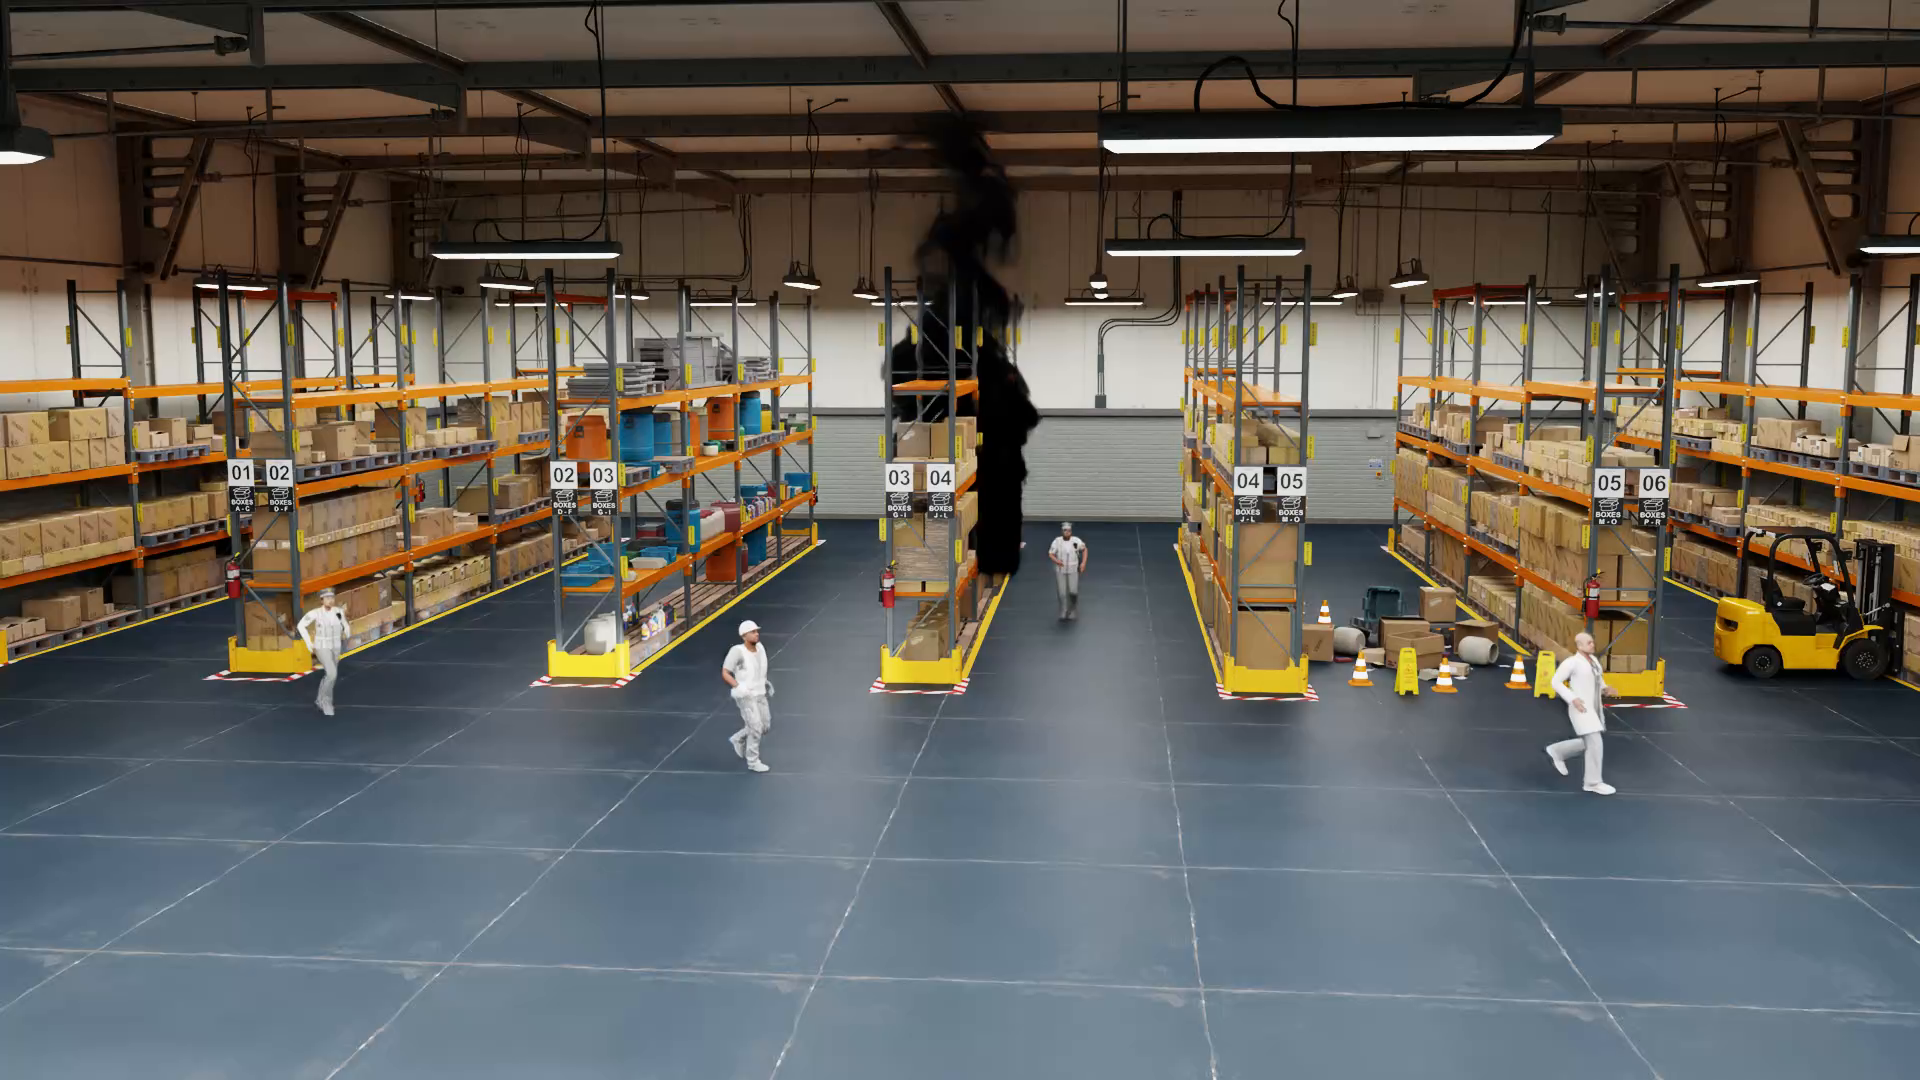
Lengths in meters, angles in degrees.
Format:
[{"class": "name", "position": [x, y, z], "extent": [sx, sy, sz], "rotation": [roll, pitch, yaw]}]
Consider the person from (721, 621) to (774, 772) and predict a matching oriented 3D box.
[{"class": "person", "position": [-2.488, 1.797, 19.300], "extent": [0.651, 1.747, 0.694], "rotation": [4, 8, 32]}]

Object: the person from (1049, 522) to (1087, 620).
[{"class": "person", "position": [1.917, 0.562, 29.499], "extent": [0.689, 1.781, 0.666], "rotation": [0, 7, 1]}]

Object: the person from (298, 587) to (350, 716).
[{"class": "person", "position": [-8.425, 1.488, 22.226], "extent": [0.701, 1.739, 0.601], "rotation": [5, 9, 36]}]

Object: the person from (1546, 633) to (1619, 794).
[{"class": "person", "position": [6.908, 1.898, 18.480], "extent": [0.720, 1.747, 0.916], "rotation": [-5, 9, -38]}]
